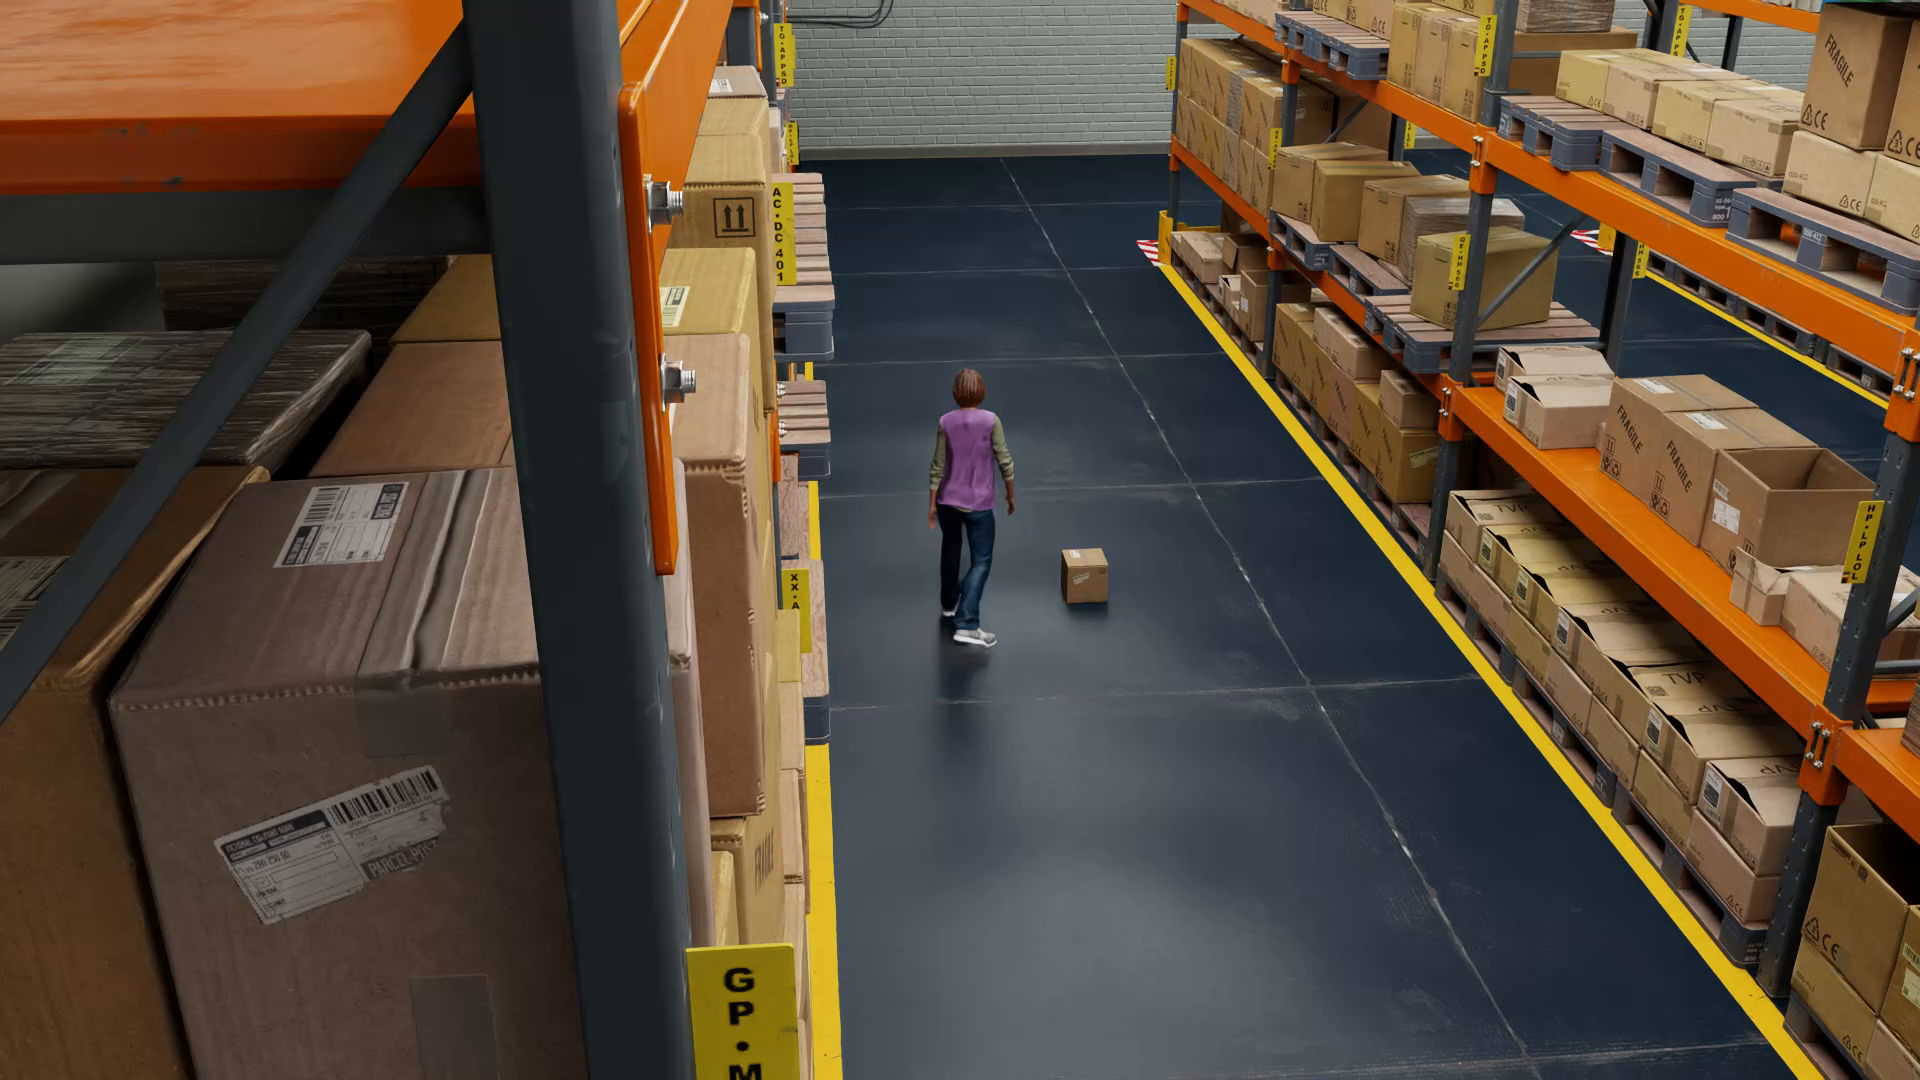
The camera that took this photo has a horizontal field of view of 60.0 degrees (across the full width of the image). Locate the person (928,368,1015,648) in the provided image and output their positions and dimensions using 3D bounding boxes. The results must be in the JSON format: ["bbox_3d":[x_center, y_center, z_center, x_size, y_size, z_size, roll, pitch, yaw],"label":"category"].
[{"bbox_3d":[0.036,-0.165,9.531,0.485,1.534,0.788,7,25,14],"label":"person"}]
